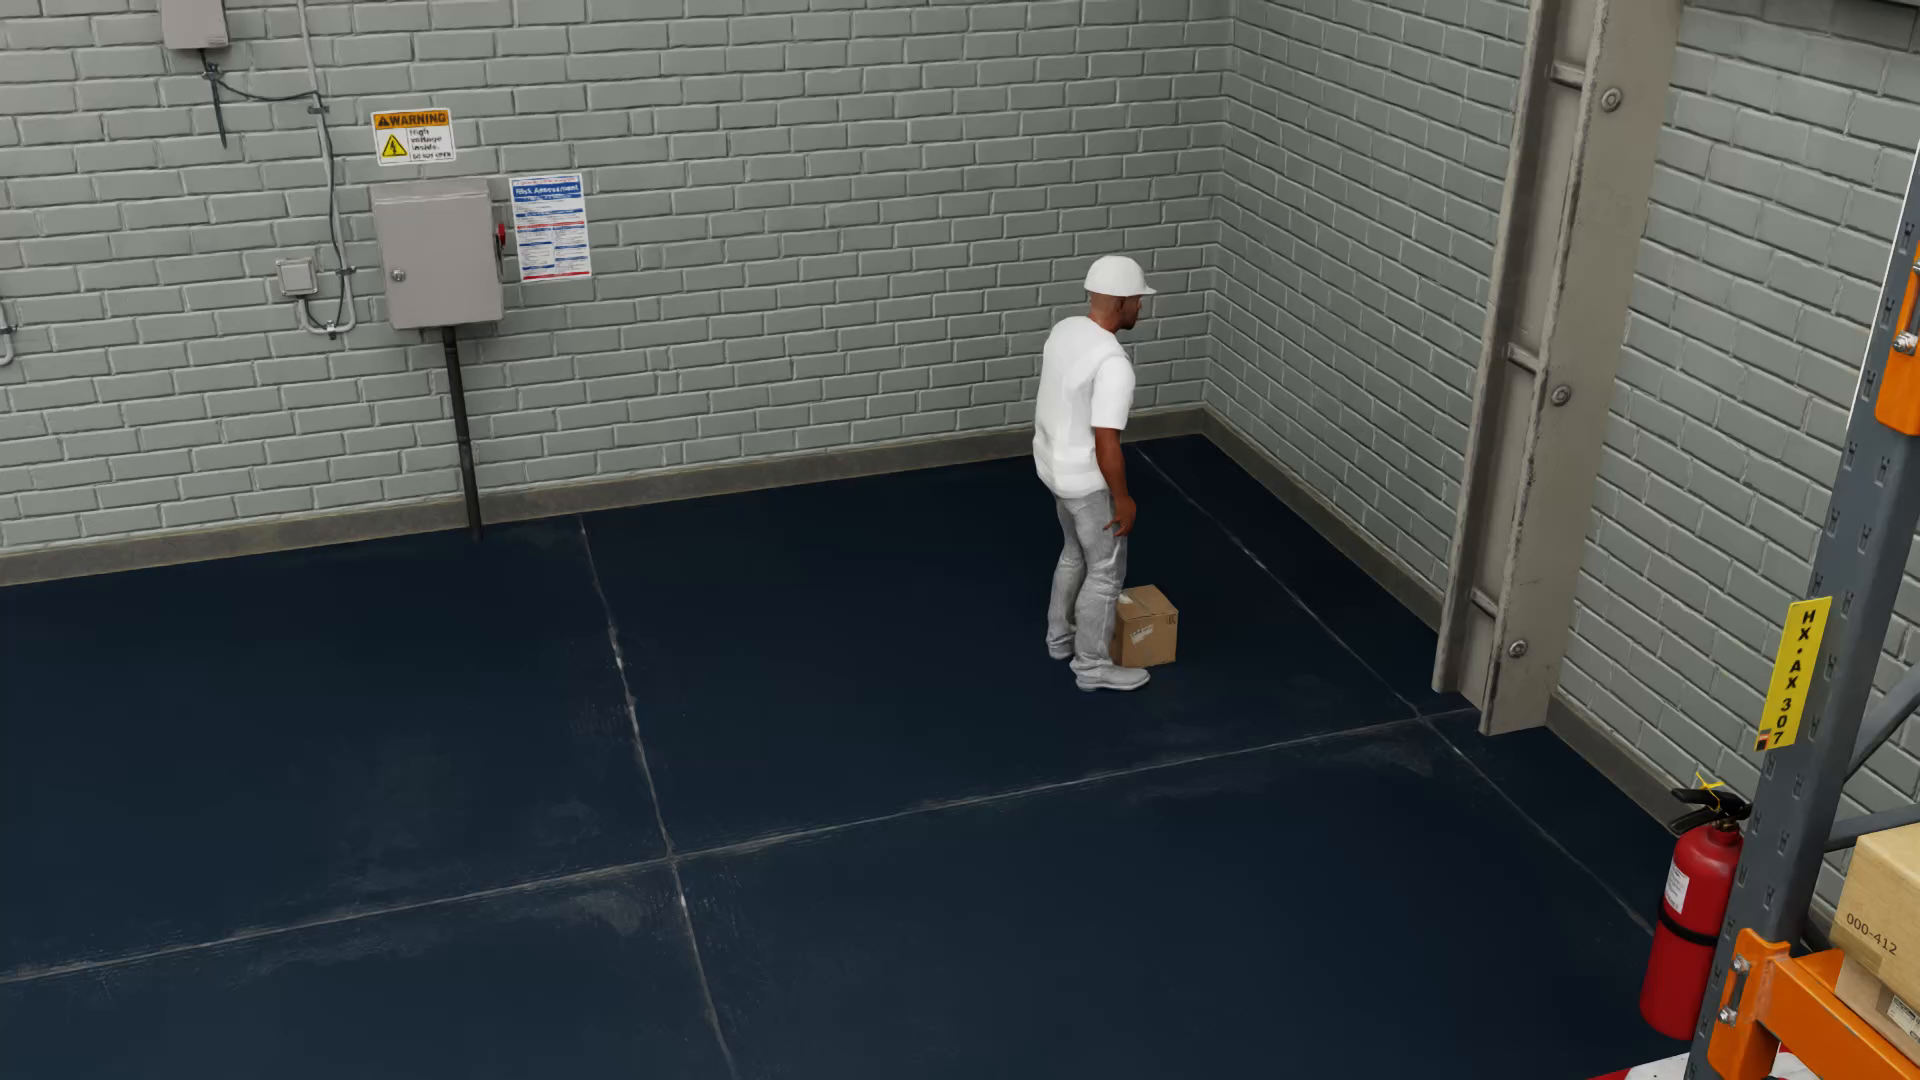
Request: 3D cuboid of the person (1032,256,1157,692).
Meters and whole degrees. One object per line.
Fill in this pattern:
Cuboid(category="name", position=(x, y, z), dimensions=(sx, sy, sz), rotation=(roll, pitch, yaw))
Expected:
Cuboid(category="person", position=(0.538, -0.266, 6.635), dimensions=(0.461, 1.760, 0.625), rotation=(-8, 27, -17))
